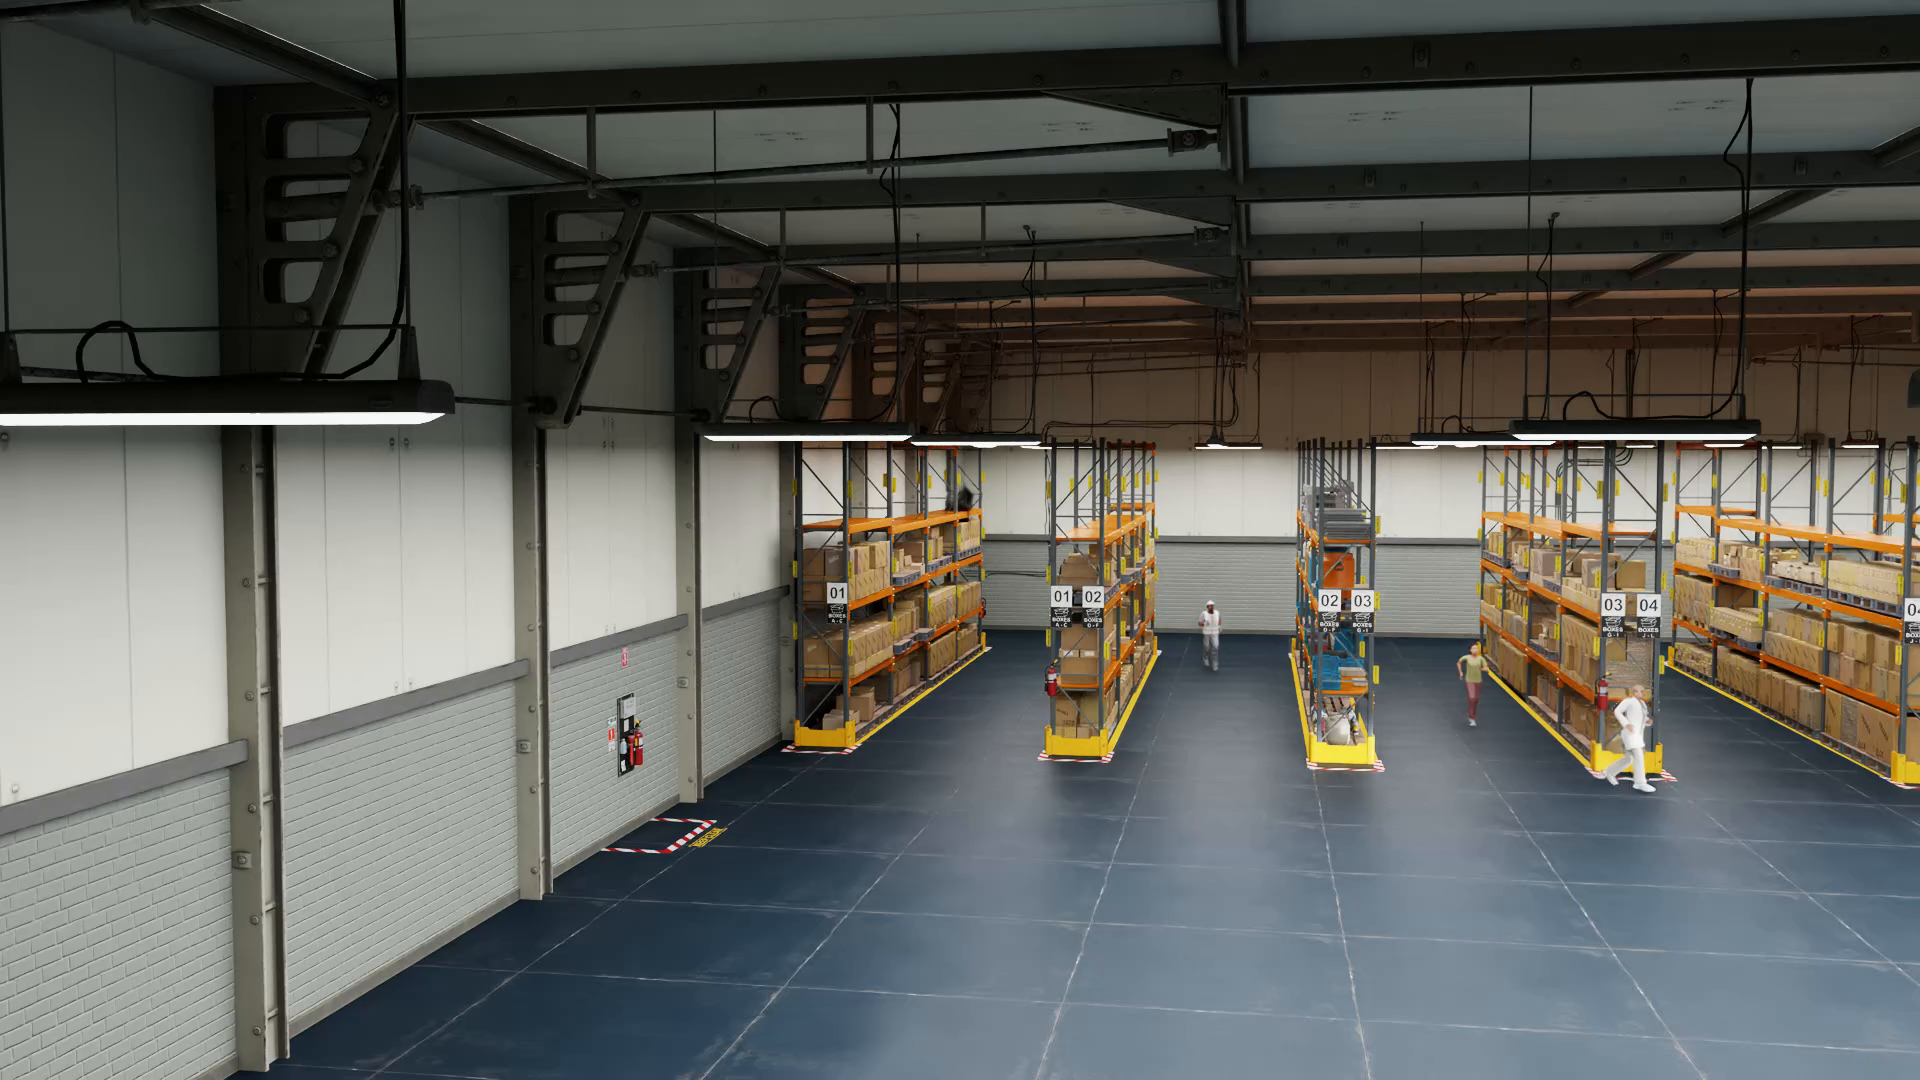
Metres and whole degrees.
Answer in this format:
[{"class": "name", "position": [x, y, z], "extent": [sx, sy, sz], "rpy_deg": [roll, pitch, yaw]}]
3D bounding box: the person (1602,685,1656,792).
[{"class": "person", "position": [11.492, 3.336, 28.350], "extent": [0.764, 1.736, 0.961], "rpy_deg": [-3, 4, -44]}]

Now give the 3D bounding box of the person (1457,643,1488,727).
[{"class": "person", "position": [10.809, 3.033, 35.034], "extent": [0.544, 1.702, 0.806], "rpy_deg": [0, 3, -3]}]

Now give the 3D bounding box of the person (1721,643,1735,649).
[{"class": "person", "position": [20.796, 2.512, 45.104], "extent": [0.700, 1.651, 0.538], "rpy_deg": [-2, 3, -30]}]

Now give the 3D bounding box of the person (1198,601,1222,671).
[{"class": "person", "position": [6.578, 2.494, 43.695], "extent": [0.675, 1.804, 0.923], "rpy_deg": [0, 3, -3]}]
